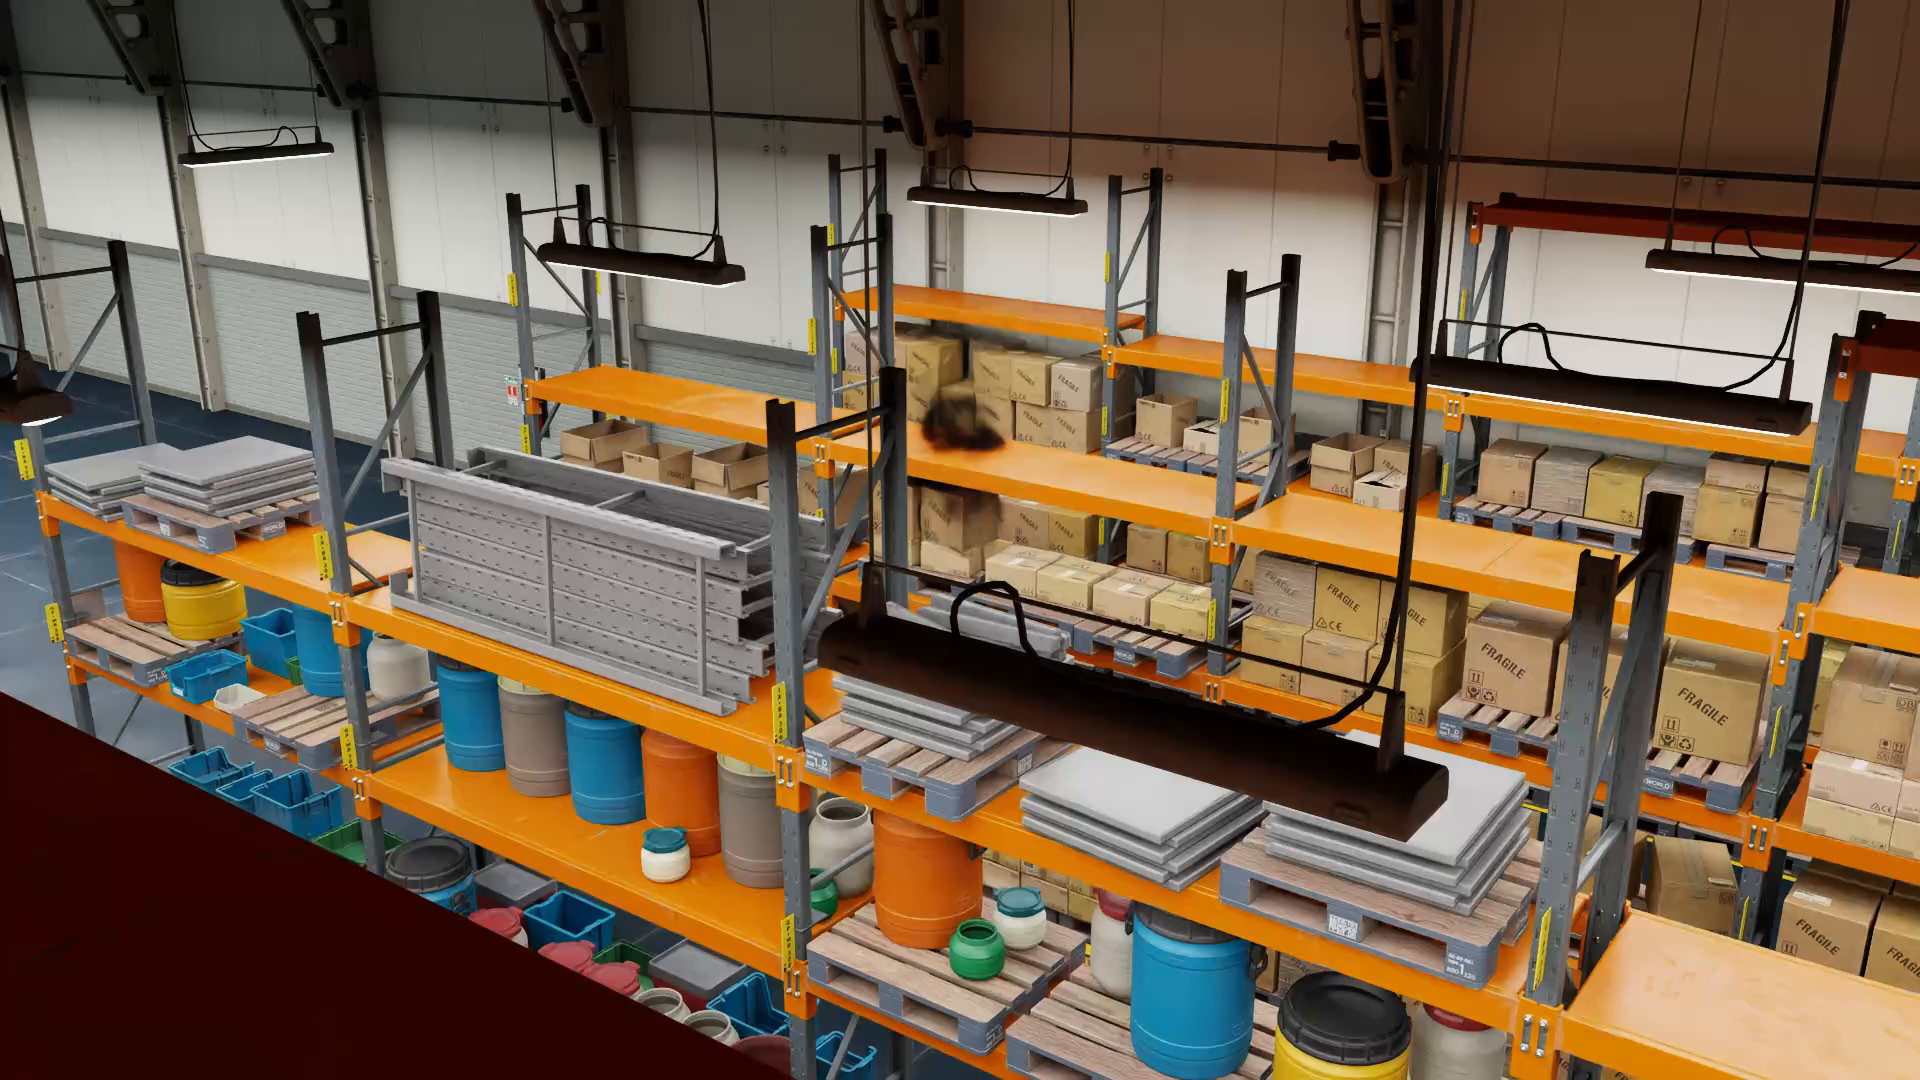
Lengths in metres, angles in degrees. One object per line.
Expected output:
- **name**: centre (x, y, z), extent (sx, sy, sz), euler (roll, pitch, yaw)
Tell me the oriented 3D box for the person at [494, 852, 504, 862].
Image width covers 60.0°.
- **person**: centre (-4.075, 2.528, 14.868), extent (0.659, 1.698, 0.647), euler (9, 20, 24)
